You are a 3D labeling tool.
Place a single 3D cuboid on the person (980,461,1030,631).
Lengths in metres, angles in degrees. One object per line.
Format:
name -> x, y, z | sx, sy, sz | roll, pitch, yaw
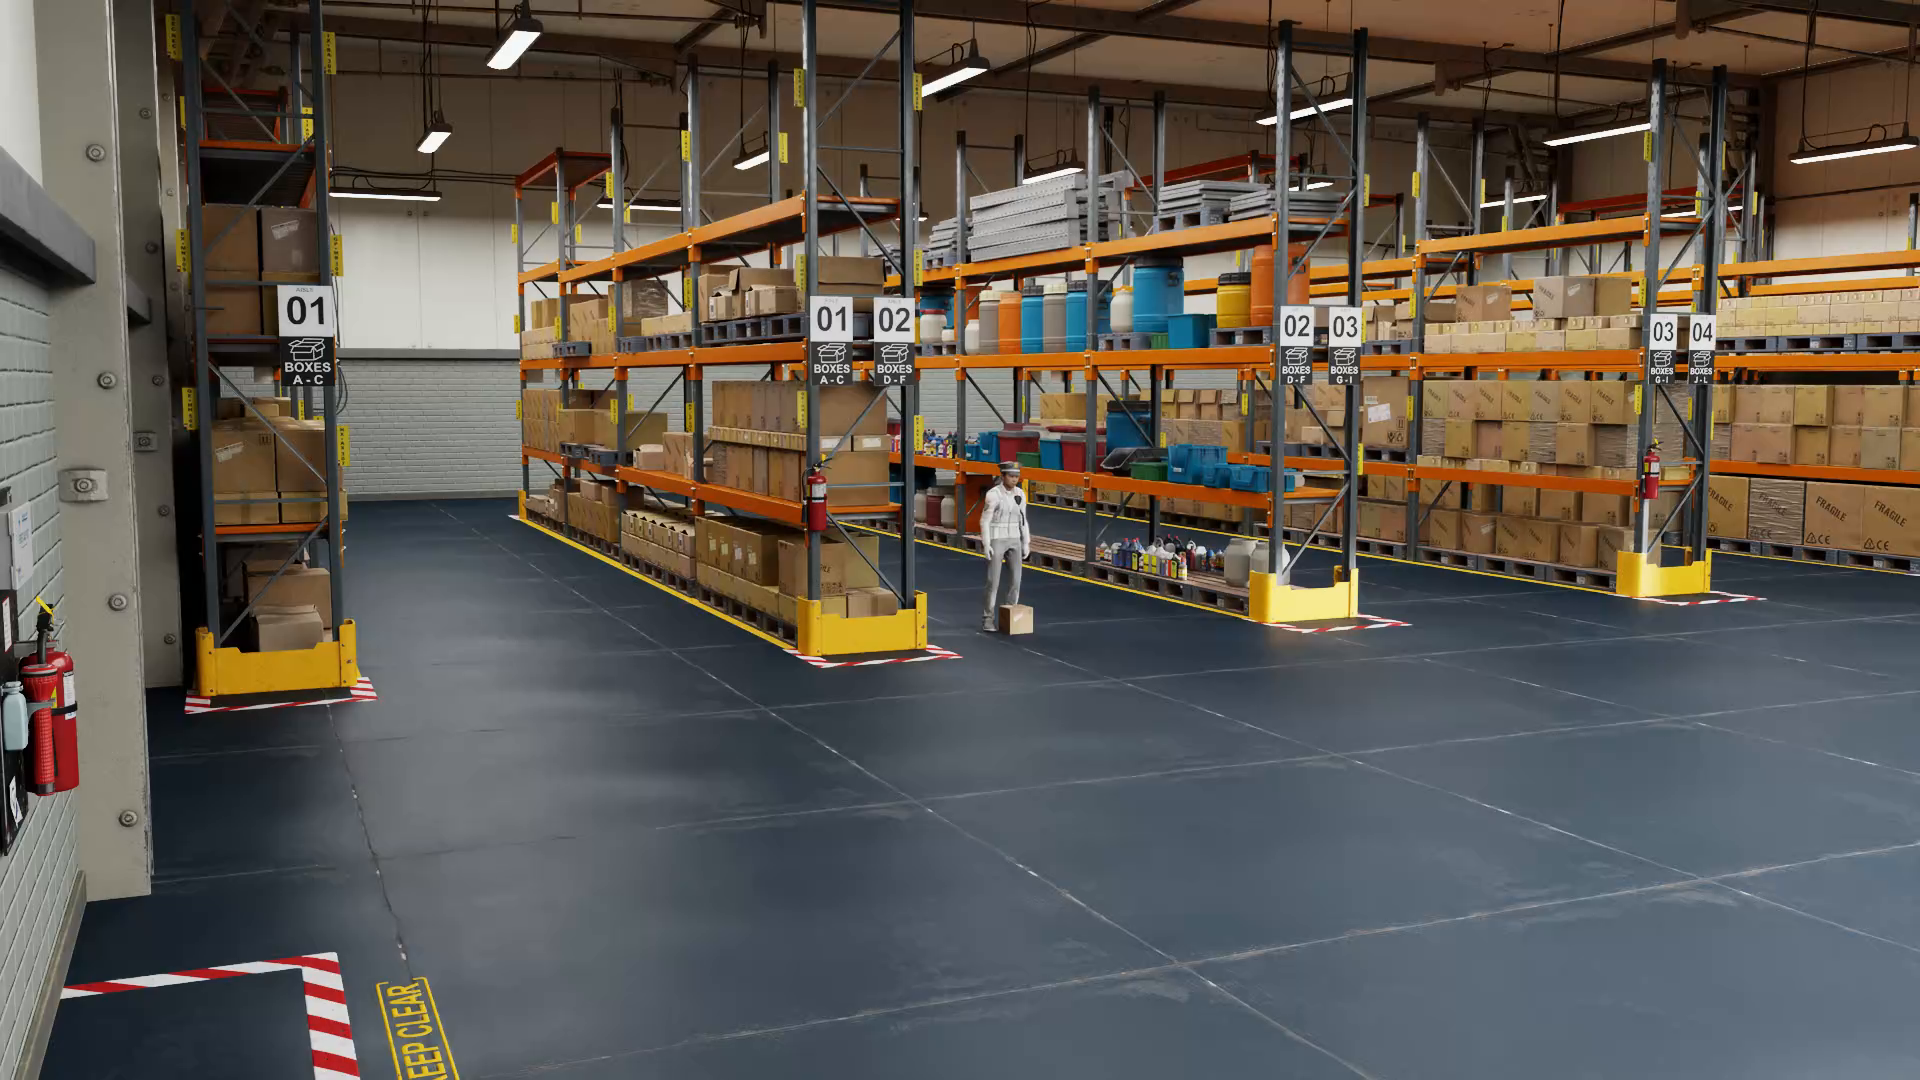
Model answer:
person -> 0.449, 0.052, 16.432 | 0.547, 1.667, 0.370 | -3, 6, -27
